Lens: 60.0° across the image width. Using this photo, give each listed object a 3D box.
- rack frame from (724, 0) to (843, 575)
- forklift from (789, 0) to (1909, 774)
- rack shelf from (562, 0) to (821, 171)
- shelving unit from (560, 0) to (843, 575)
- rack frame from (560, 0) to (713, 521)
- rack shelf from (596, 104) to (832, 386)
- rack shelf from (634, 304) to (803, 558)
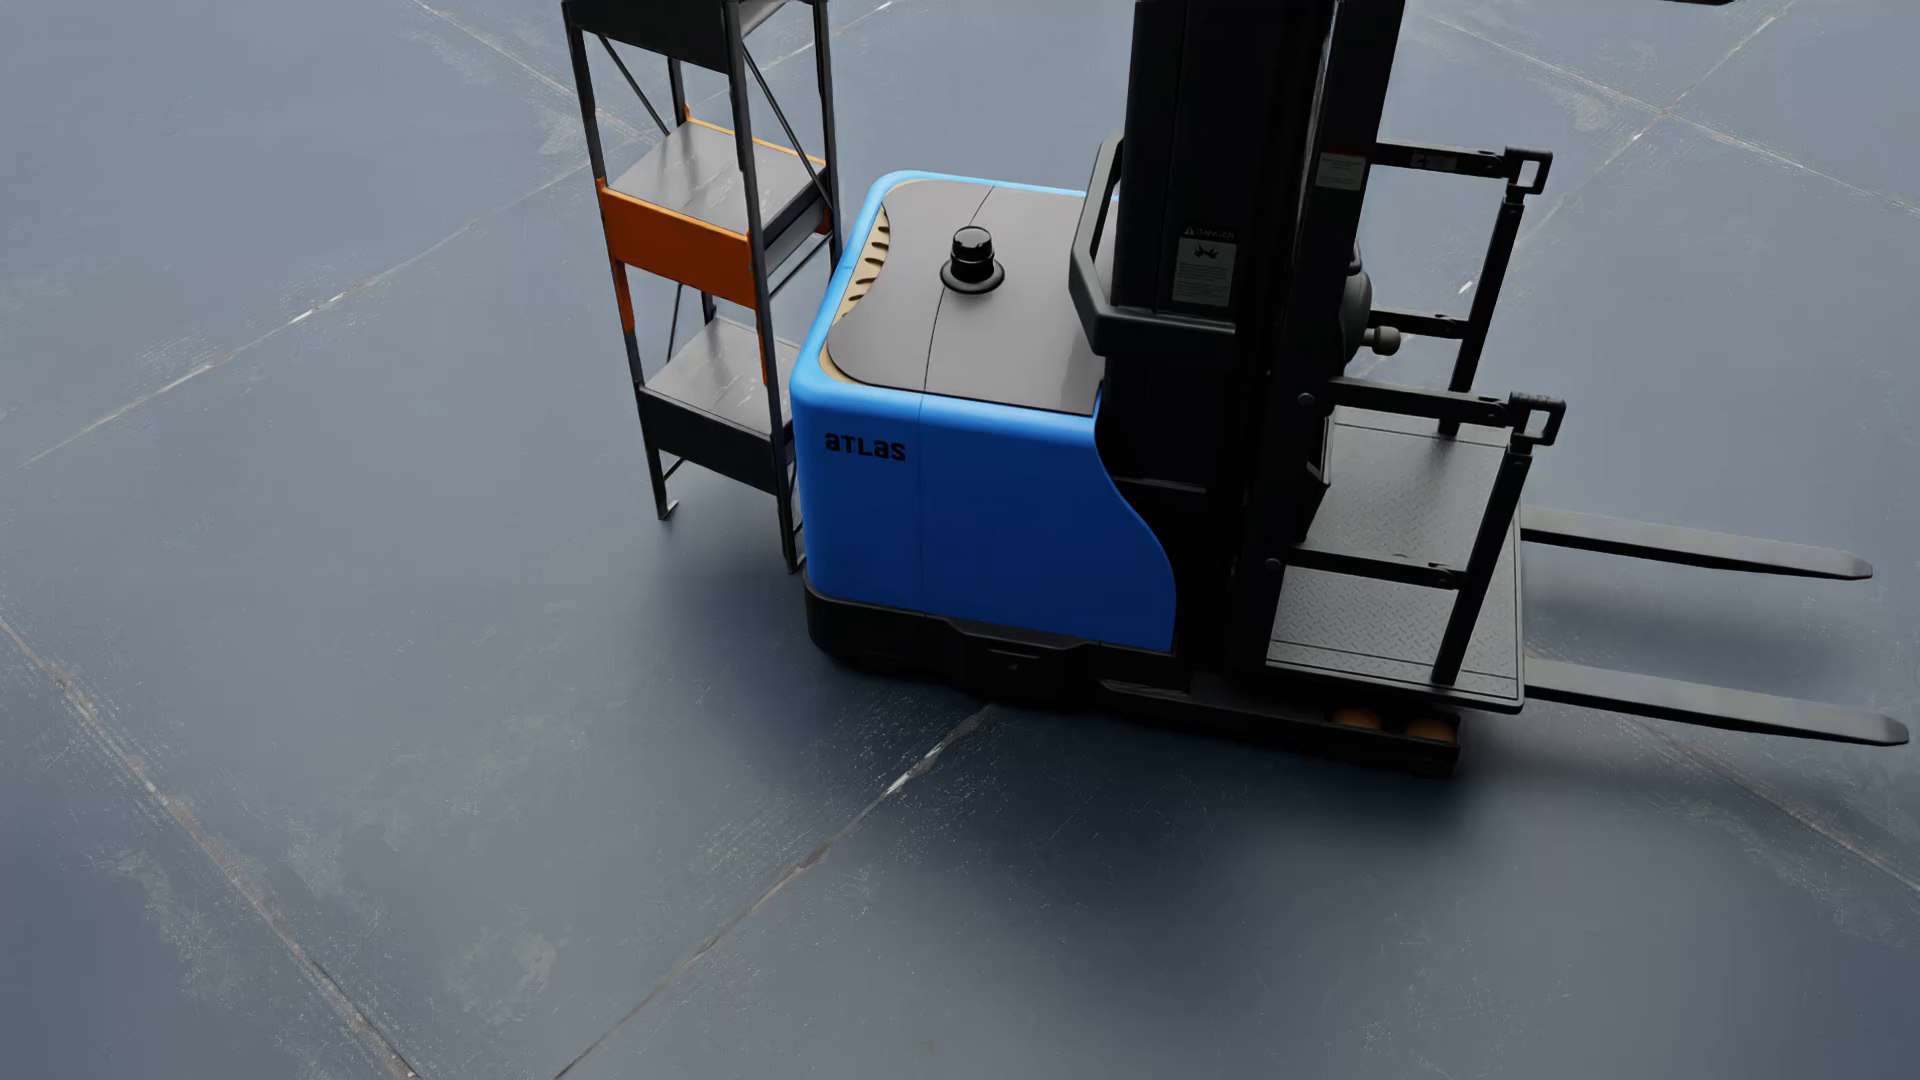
[{"bbox_3d":[-0.432,-0.740,4.504,0.015,2.100,0.400,22,50,19],"label":"rack frame"},{"bbox_3d":[1.124,-0.779,3.971,3.031,2.935,1.130,9,47,8],"label":"forklift"},{"bbox_3d":[-0.646,-1.294,4.083,0.480,0.518,0.431,22,50,19],"label":"rack shelf"},{"bbox_3d":[-0.646,-0.824,4.584,0.503,2.100,0.431,22,50,19],"label":"shelving unit"},{"bbox_3d":[-0.860,-0.909,4.664,0.015,2.100,0.400,22,50,19],"label":"rack frame"},{"bbox_3d":[-0.646,-0.815,4.594,0.480,0.518,0.431,22,50,19],"label":"rack shelf"},{"bbox_3d":[-0.646,-0.336,5.104,0.480,0.518,0.431,22,50,19],"label":"rack shelf"}]
